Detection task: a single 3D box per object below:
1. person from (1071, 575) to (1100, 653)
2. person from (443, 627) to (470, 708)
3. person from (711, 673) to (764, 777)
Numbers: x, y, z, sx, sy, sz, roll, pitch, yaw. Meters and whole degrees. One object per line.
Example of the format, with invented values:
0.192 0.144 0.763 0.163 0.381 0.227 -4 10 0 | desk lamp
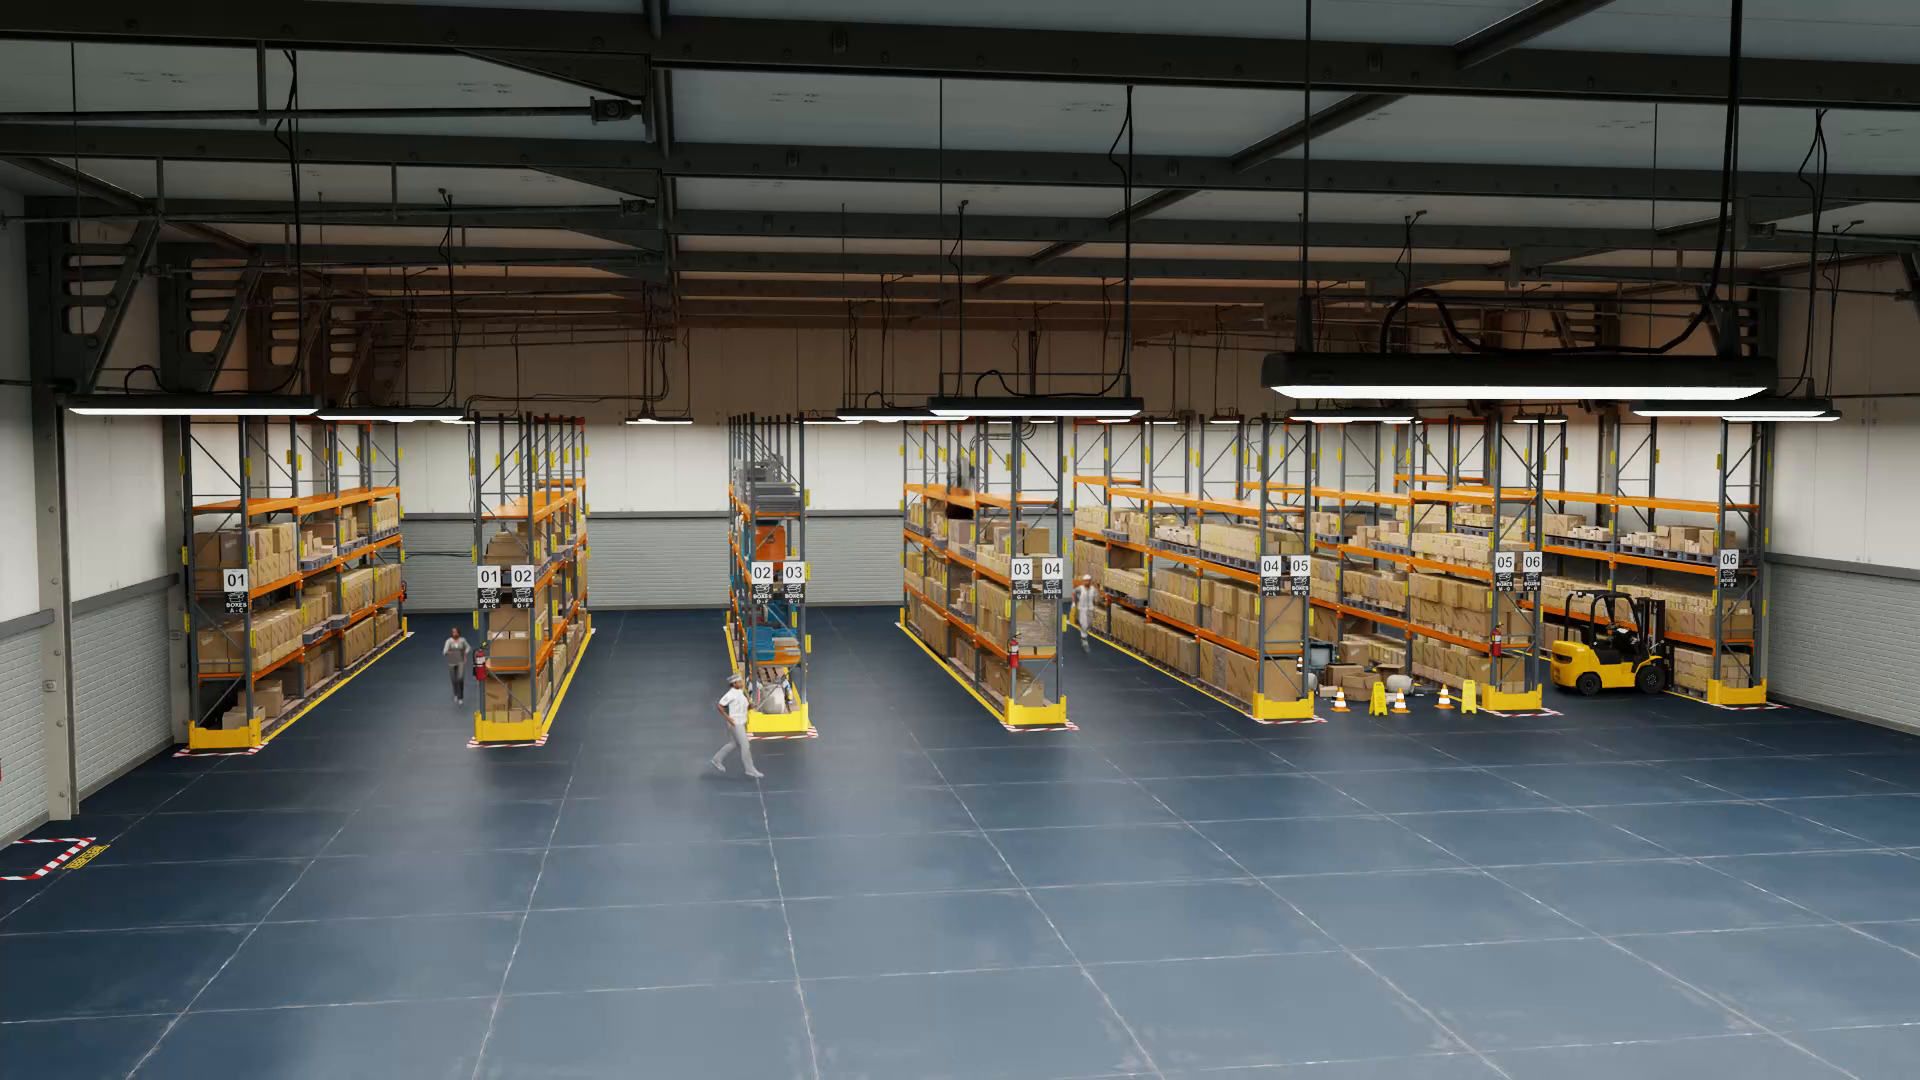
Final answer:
3.084 1.787 40.630 0.643 1.895 0.835 -1 4 -20 | person
-10.348 2.595 34.179 0.522 1.639 0.700 -1 4 -13 | person
-3.653 3.009 27.158 0.935 1.688 0.572 1 4 9 | person
